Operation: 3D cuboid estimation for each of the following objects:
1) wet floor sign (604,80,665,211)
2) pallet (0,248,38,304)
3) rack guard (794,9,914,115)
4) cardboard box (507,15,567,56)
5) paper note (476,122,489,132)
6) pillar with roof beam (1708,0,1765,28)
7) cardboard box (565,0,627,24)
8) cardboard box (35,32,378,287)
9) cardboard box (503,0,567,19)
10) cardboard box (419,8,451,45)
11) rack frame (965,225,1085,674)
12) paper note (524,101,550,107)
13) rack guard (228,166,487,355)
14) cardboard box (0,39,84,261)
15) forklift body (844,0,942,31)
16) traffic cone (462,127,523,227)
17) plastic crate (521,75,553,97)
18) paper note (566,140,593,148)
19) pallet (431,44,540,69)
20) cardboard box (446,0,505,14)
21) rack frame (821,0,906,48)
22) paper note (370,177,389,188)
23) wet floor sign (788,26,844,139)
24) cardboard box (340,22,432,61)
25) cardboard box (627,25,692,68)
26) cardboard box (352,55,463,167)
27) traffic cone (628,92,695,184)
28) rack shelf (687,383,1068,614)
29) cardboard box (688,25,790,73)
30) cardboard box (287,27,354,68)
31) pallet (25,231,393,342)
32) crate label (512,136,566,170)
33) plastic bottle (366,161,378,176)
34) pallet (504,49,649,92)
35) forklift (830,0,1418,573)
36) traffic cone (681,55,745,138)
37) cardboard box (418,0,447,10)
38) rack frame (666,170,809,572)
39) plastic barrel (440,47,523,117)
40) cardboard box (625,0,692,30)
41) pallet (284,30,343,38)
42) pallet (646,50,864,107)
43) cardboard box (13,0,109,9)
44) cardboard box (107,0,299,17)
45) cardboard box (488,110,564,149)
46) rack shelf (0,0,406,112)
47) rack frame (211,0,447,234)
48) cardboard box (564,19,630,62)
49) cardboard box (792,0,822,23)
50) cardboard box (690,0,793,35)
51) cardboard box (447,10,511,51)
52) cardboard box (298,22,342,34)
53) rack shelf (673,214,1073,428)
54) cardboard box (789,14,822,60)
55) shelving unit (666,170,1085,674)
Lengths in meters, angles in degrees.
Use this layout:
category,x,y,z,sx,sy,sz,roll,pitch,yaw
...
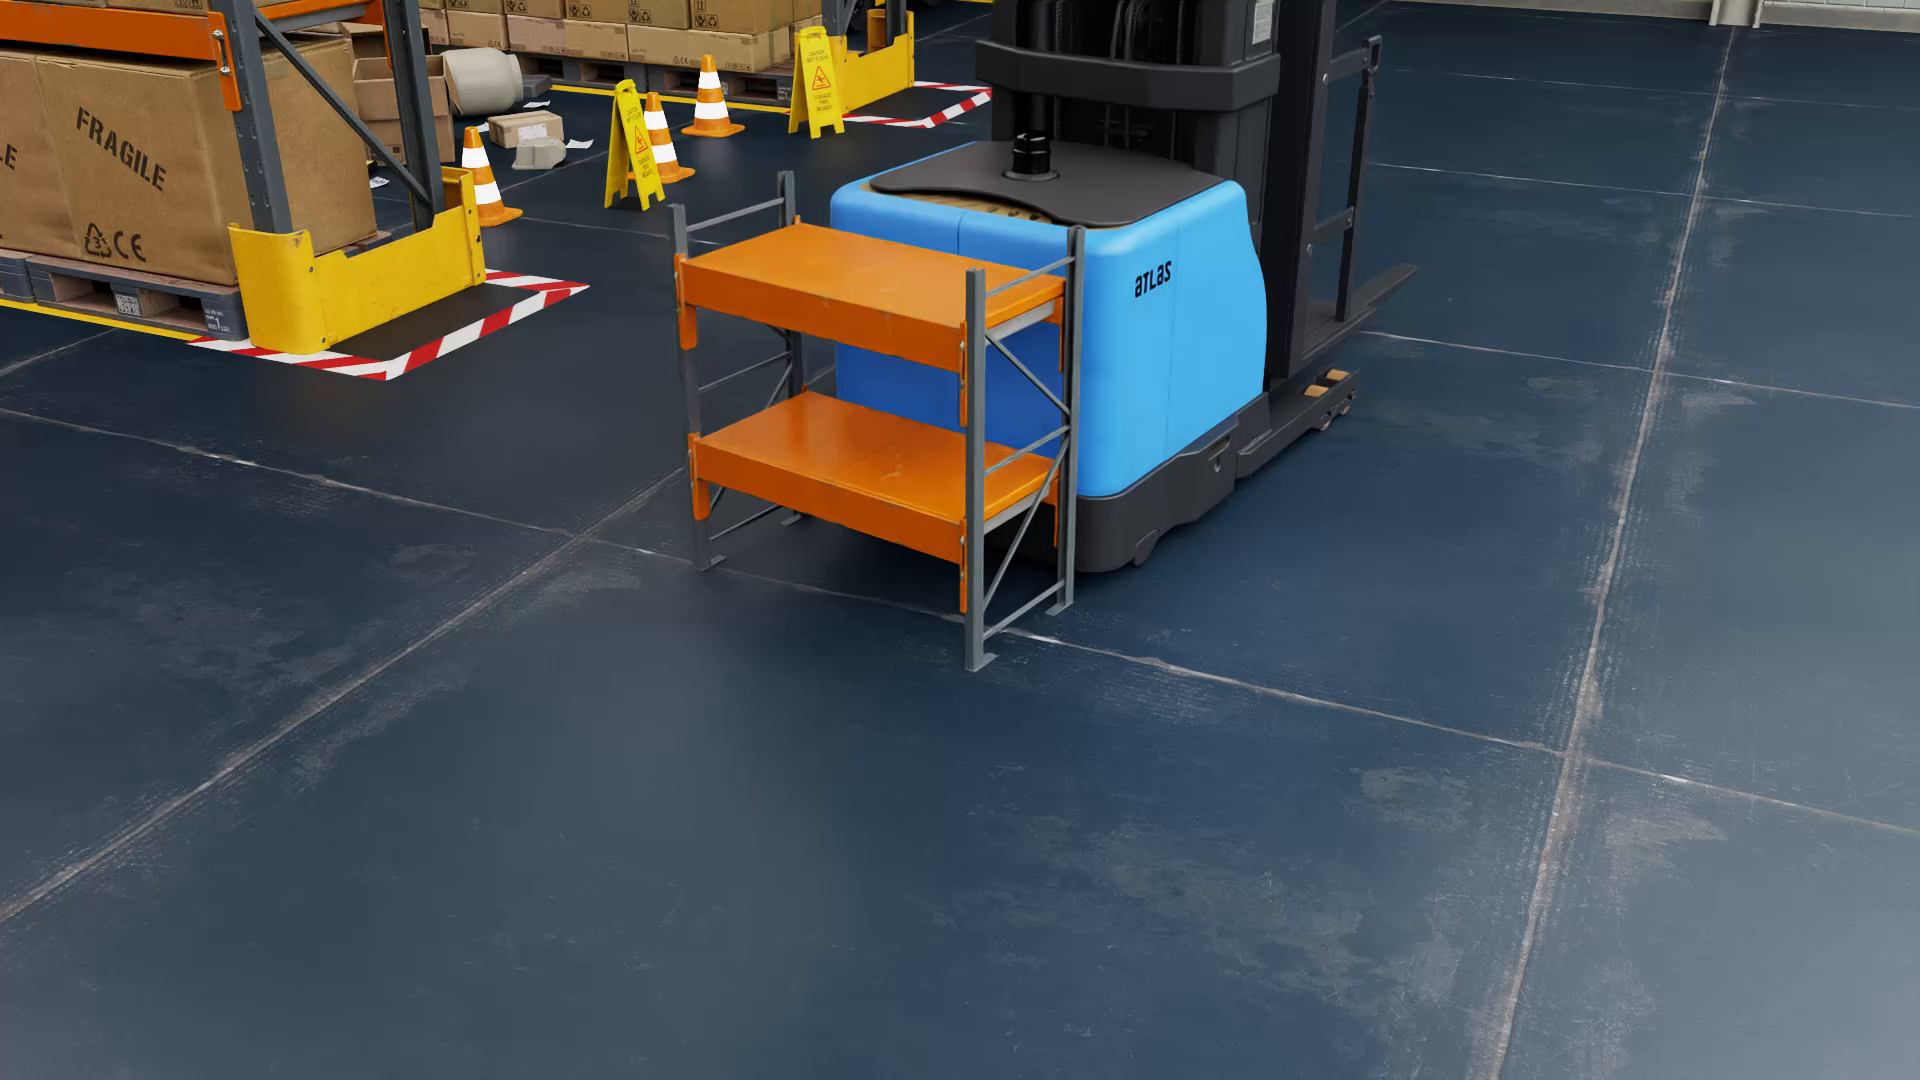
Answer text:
category,x,y,z,sx,sy,sz,roll,pitch,yaw
wet floor sign,-1.744,-2.096,8.776,0.232,0.644,0.267,6,27,13
pallet,-4.457,-1.449,7.953,1.213,0.211,1.003,11,28,22
rack guard,-0.702,-3.262,11.310,0.348,0.500,1.175,11,28,22
cardboard box,-2.874,-3.651,11.907,0.500,0.250,0.500,11,28,21
paper note,-3.028,-2.621,10.552,0.142,0.019,0.148,23,35,39
pillar with roof beam,4.837,-6.720,8.711,0.400,9.000,9.100,11,28,22
cardboard box,-2.403,-3.892,11.548,0.500,0.500,0.500,11,28,21
cardboard box,-3.235,-1.694,7.224,0.875,0.875,0.875,12,28,22
cardboard box,-2.885,-3.988,11.742,0.500,0.500,0.500,13,29,24
cardboard box,-3.849,-3.840,12.291,0.500,0.250,0.500,10,28,19
rack frame,0.172,-0.235,4.453,0.032,1.125,0.500,18,31,32
paper note,-2.842,-2.931,11.169,0.148,0.019,0.142,2,26,4
rack guard,-2.568,-1.235,7.193,0.348,0.500,1.175,11,28,22
cardboard box,-4.036,-1.854,7.549,0.875,0.875,0.875,11,28,21
forklift body,-1.063,-5.599,14.187,1.214,2.155,2.313,11,28,22
traffic cone,-2.486,-1.891,8.567,0.334,0.463,0.336,11,28,22
plastic crate,-3.184,-3.175,11.608,0.583,0.080,0.402,2,26,4
paper note,-2.317,-2.410,10.111,0.142,0.019,0.148,2,26,4
pallet,-3.648,-3.742,12.611,1.213,0.211,1.003,11,28,22
cardboard box,-3.357,-4.083,11.936,0.500,0.500,0.500,13,29,24
rack frame,-0.633,-4.370,10.730,0.127,3.000,1.000,11,28,22
paper note,-3.277,-1.990,9.260,0.142,0.017,0.144,23,35,39
wet floor sign,-0.903,-2.849,10.306,0.232,0.644,0.267,23,35,39
cardboard box,-3.862,-3.238,11.258,0.500,0.500,0.500,-12,29,-23
cardboard box,-1.948,-3.462,11.524,0.500,0.250,0.500,11,28,22
cardboard box,-3.280,-2.553,9.866,0.637,0.503,0.797,-7,27,-14
traffic cone,-1.708,-2.283,9.364,0.334,0.463,0.336,11,28,22
rack shelf,-0.239,-0.148,4.830,1.000,0.278,0.538,18,31,32
cardboard box,-1.502,-3.369,11.334,0.500,0.250,0.500,11,28,22
cardboard box,-4.134,-2.782,10.177,0.503,0.637,0.797,11,28,22
pallet,-3.350,-1.225,7.499,1.213,0.211,1.003,11,28,22
crate label,-2.450,-2.256,9.677,0.298,0.136,0.250,-2,26,-5
plastic bottle,-3.489,-2.127,9.500,0.283,0.061,0.133,2,26,4
pallet,-2.534,-3.519,12.159,1.213,0.211,1.003,11,28,22
forklift,0.837,-1.818,5.625,1.130,2.935,3.031,17,31,30
traffic cone,-1.558,-2.792,10.397,0.334,0.463,0.336,11,28,22
cardboard box,-3.849,-4.176,12.125,0.500,0.500,0.500,13,29,24
rack frame,-0.650,-0.499,4.990,0.032,1.125,0.500,18,31,32
plastic barrel,-3.140,-2.983,10.830,0.512,0.421,0.421,-12,29,-23
cardboard box,-1.947,-3.797,11.355,0.500,0.500,0.500,12,29,24
pallet,-4.983,-3.992,13.119,1.213,0.211,1.003,11,28,22
pallet,-1.427,-3.296,11.705,1.213,0.211,1.003,11,28,22
cardboard box,-3.456,-2.570,6.904,0.550,0.550,0.875,11,28,22
cardboard box,-2.946,-2.478,6.718,0.550,0.550,0.875,11,28,22
cardboard box,-2.662,-2.518,10.197,0.380,0.149,0.250,-18,31,-31
rack shelf,-4.410,-2.404,7.552,4.000,0.370,1.077,11,28,22
rack frame,-2.590,-2.361,6.650,0.127,3.000,1.000,11,28,22
cardboard box,-2.427,-3.556,11.714,0.500,0.250,0.500,10,28,20
cardboard box,-1.275,-3.924,11.613,0.500,0.500,0.500,10,28,20
cardboard box,-1.470,-3.703,11.164,0.500,0.500,0.500,12,28,22
cardboard box,-3.358,-3.747,12.102,0.500,0.250,0.500,13,29,25
cardboard box,-4.753,-4.206,12.896,0.625,0.372,0.950,12,29,22
rack shelf,-0.239,-0.630,4.592,1.000,0.278,0.538,18,31,32
cardboard box,-1.253,-3.584,11.770,0.500,0.250,0.500,11,28,21
shelving unit,-0.239,-0.367,4.722,1.048,1.125,0.538,18,31,32
